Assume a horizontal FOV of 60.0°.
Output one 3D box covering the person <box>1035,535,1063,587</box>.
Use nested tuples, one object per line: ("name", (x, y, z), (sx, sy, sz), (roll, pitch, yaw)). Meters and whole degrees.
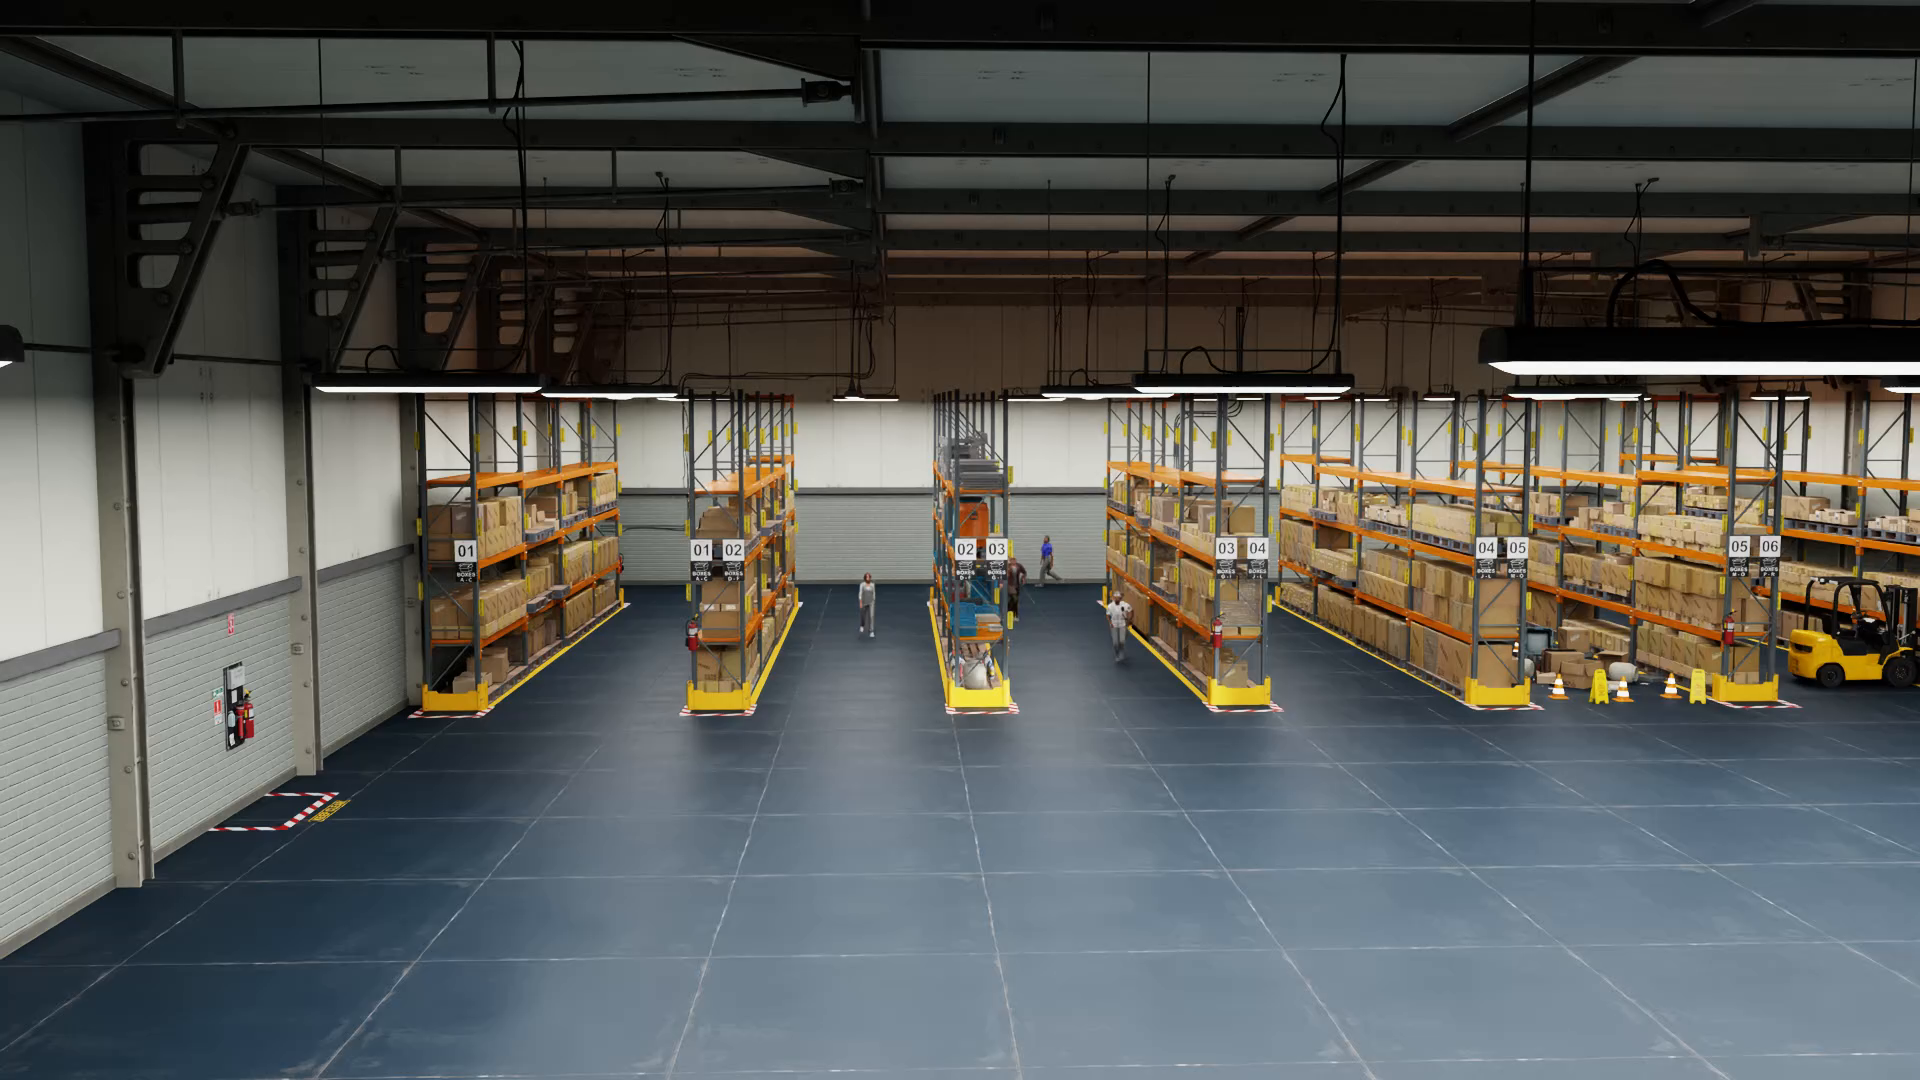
("person", (2.778, 0.653, 52.130), (0.923, 1.614, 0.423), (-1, 5, -10))

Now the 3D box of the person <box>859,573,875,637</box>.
("person", (-2.292, 1.580, 41.061), (0.423, 1.552, 0.888), (-1, 5, -11))

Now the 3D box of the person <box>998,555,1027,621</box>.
("person", (1.385, 1.283, 44.138), (0.751, 1.817, 0.827), (-3, 6, -35))

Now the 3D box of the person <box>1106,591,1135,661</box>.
("person", (3.560, 1.908, 36.956), (0.630, 1.614, 0.734), (1, 5, 7))
